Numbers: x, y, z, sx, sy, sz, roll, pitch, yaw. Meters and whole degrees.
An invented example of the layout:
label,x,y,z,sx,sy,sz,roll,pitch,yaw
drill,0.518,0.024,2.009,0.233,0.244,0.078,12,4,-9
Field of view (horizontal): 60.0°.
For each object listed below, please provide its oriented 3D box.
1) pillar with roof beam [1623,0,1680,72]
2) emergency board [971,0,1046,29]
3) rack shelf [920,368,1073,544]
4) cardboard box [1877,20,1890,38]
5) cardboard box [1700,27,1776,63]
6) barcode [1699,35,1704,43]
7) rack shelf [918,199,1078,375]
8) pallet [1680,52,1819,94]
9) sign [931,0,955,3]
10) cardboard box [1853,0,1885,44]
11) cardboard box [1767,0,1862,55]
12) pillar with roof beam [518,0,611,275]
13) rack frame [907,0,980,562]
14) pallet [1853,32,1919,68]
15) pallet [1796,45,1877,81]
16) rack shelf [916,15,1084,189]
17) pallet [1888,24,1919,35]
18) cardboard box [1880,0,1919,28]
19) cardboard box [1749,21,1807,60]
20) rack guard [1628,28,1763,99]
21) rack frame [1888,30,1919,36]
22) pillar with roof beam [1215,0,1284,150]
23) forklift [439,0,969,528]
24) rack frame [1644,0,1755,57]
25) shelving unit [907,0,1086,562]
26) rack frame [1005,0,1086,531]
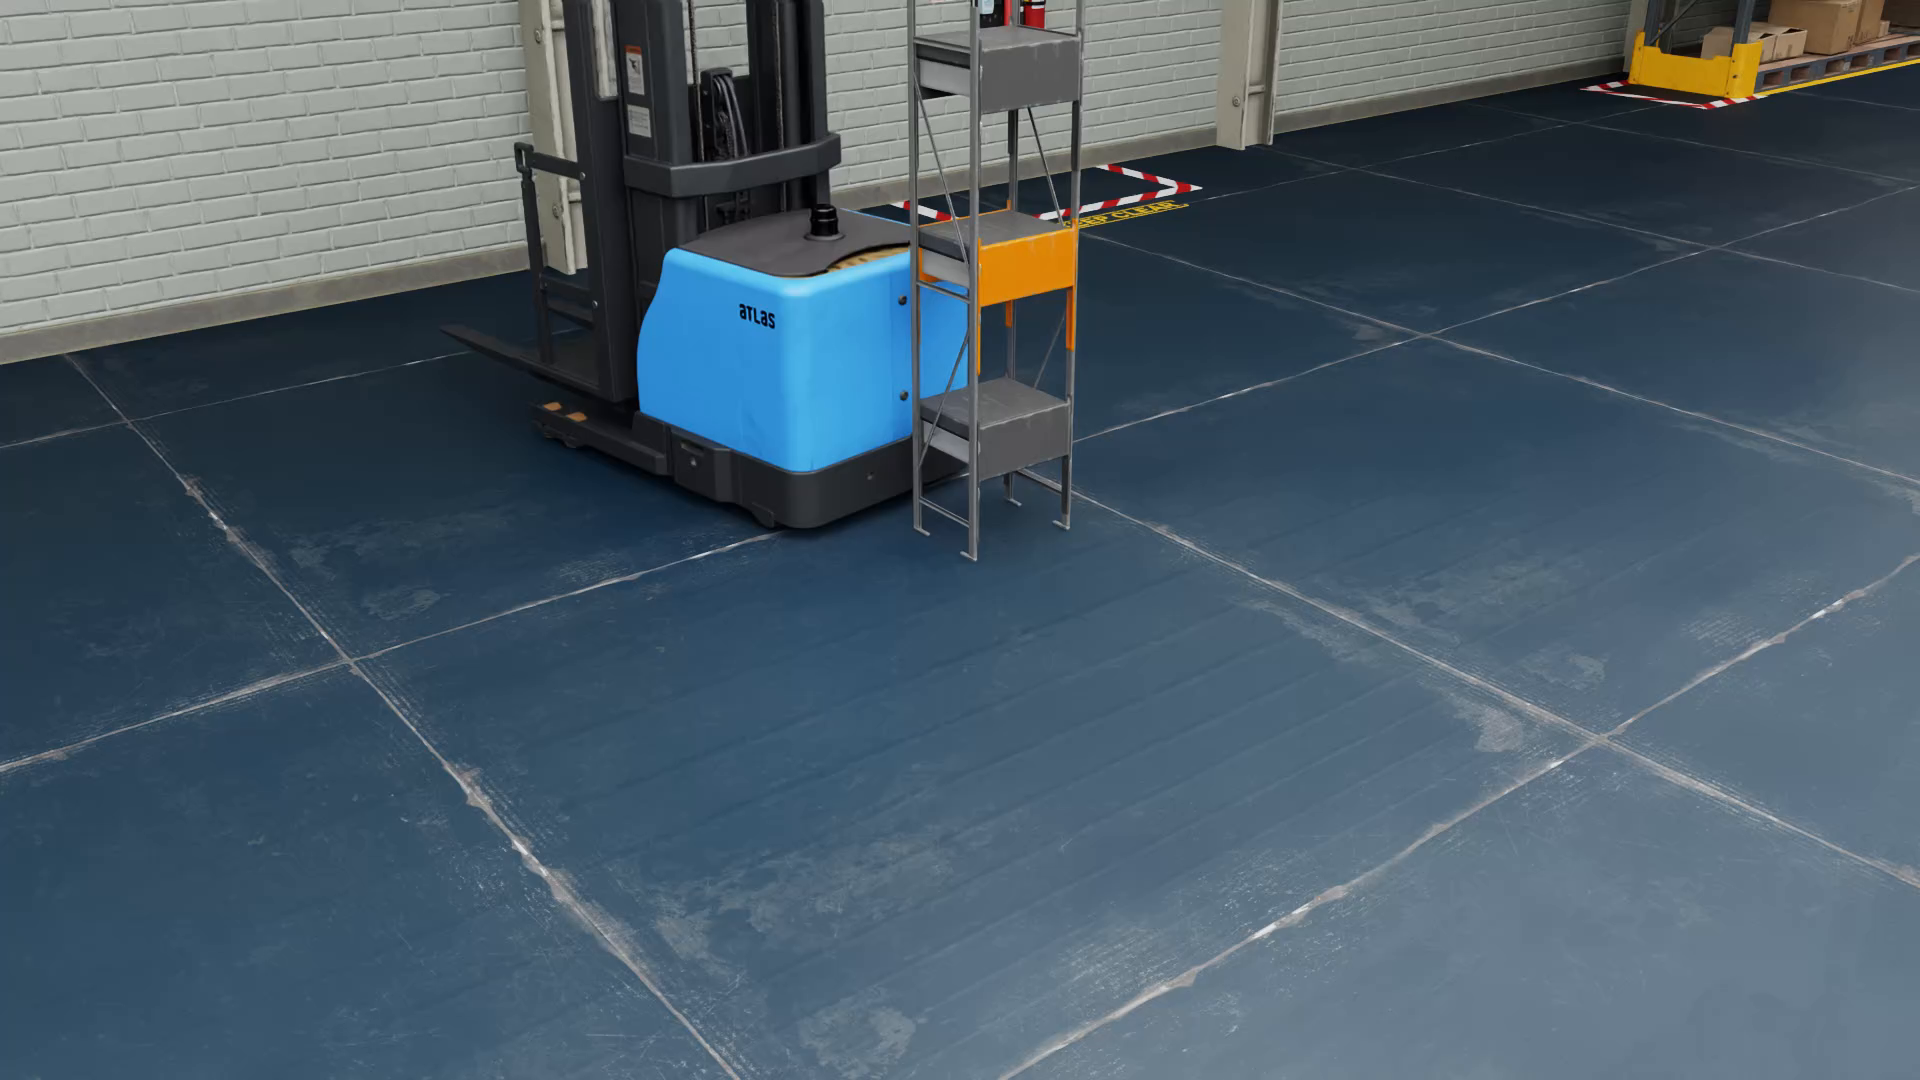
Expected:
label,x,y,z,sx,sy,sz,roll,pitch,yaw
pillar with roof beam,9.737,-7.513,12.249,0.400,9.000,9.100,-18,31,-34
emergency board,0.391,-4.030,11.870,0.643,1.169,0.194,-18,31,-34
rack shelf,0.130,-0.348,6.701,0.480,0.518,0.431,-18,31,-34
cardboard box,9.809,-5.554,17.997,0.380,0.166,0.250,22,33,39
cardboard box,7.664,-4.879,16.372,0.500,0.311,0.500,-23,33,-40
barcode,7.431,-5.021,16.666,0.075,0.075,0.001,-18,31,-34
rack shelf,0.130,-0.983,6.406,0.480,0.518,0.431,-18,31,-34
pallet,7.784,-4.704,16.635,1.213,0.211,1.003,-18,31,-34
sign,-0.108,-3.937,11.627,0.234,0.329,0.001,-18,31,-34
cardboard box,9.419,-5.572,17.639,0.500,0.500,0.500,-21,32,-38
cardboard box,8.720,-5.287,17.026,0.500,0.500,0.700,-21,32,-37
pillar with roof beam,0.294,-4.396,5.532,0.400,9.000,9.100,-18,31,-34
rack frame,-0.062,-0.932,6.264,0.015,2.100,0.400,-18,31,-34
pallet,9.705,-5.338,18.000,1.213,0.211,1.003,-18,31,-34
pallet,8.744,-5.019,17.314,1.213,0.211,1.003,-18,31,-34
rack shelf,0.130,-1.618,6.112,0.480,0.518,0.431,-18,31,-34
pallet,10.823,-5.727,18.838,1.213,0.211,1.003,-18,31,-34
cardboard box,10.780,-6.051,18.672,0.500,0.500,0.700,-17,30,-32
cardboard box,8.112,-5.028,16.691,0.500,0.311,0.500,-15,29,-30
rack guard,7.123,-4.636,16.144,0.348,0.500,1.175,-18,31,-34
rack frame,10.211,-6.789,17.814,0.127,3.000,1.000,-18,31,-34
pillar with roof beam,5.016,-5.954,8.891,0.400,9.000,9.100,-18,31,-34
forklift,-1.363,-1.890,7.341,3.031,2.935,1.130,22,33,39
rack frame,7.064,-5.750,15.576,0.127,3.000,1.000,-18,31,-34
shelving unit,0.130,-0.995,6.401,0.503,2.100,0.431,-18,31,-34
rack frame,0.322,-1.059,6.537,0.015,2.100,0.400,-18,31,-34
